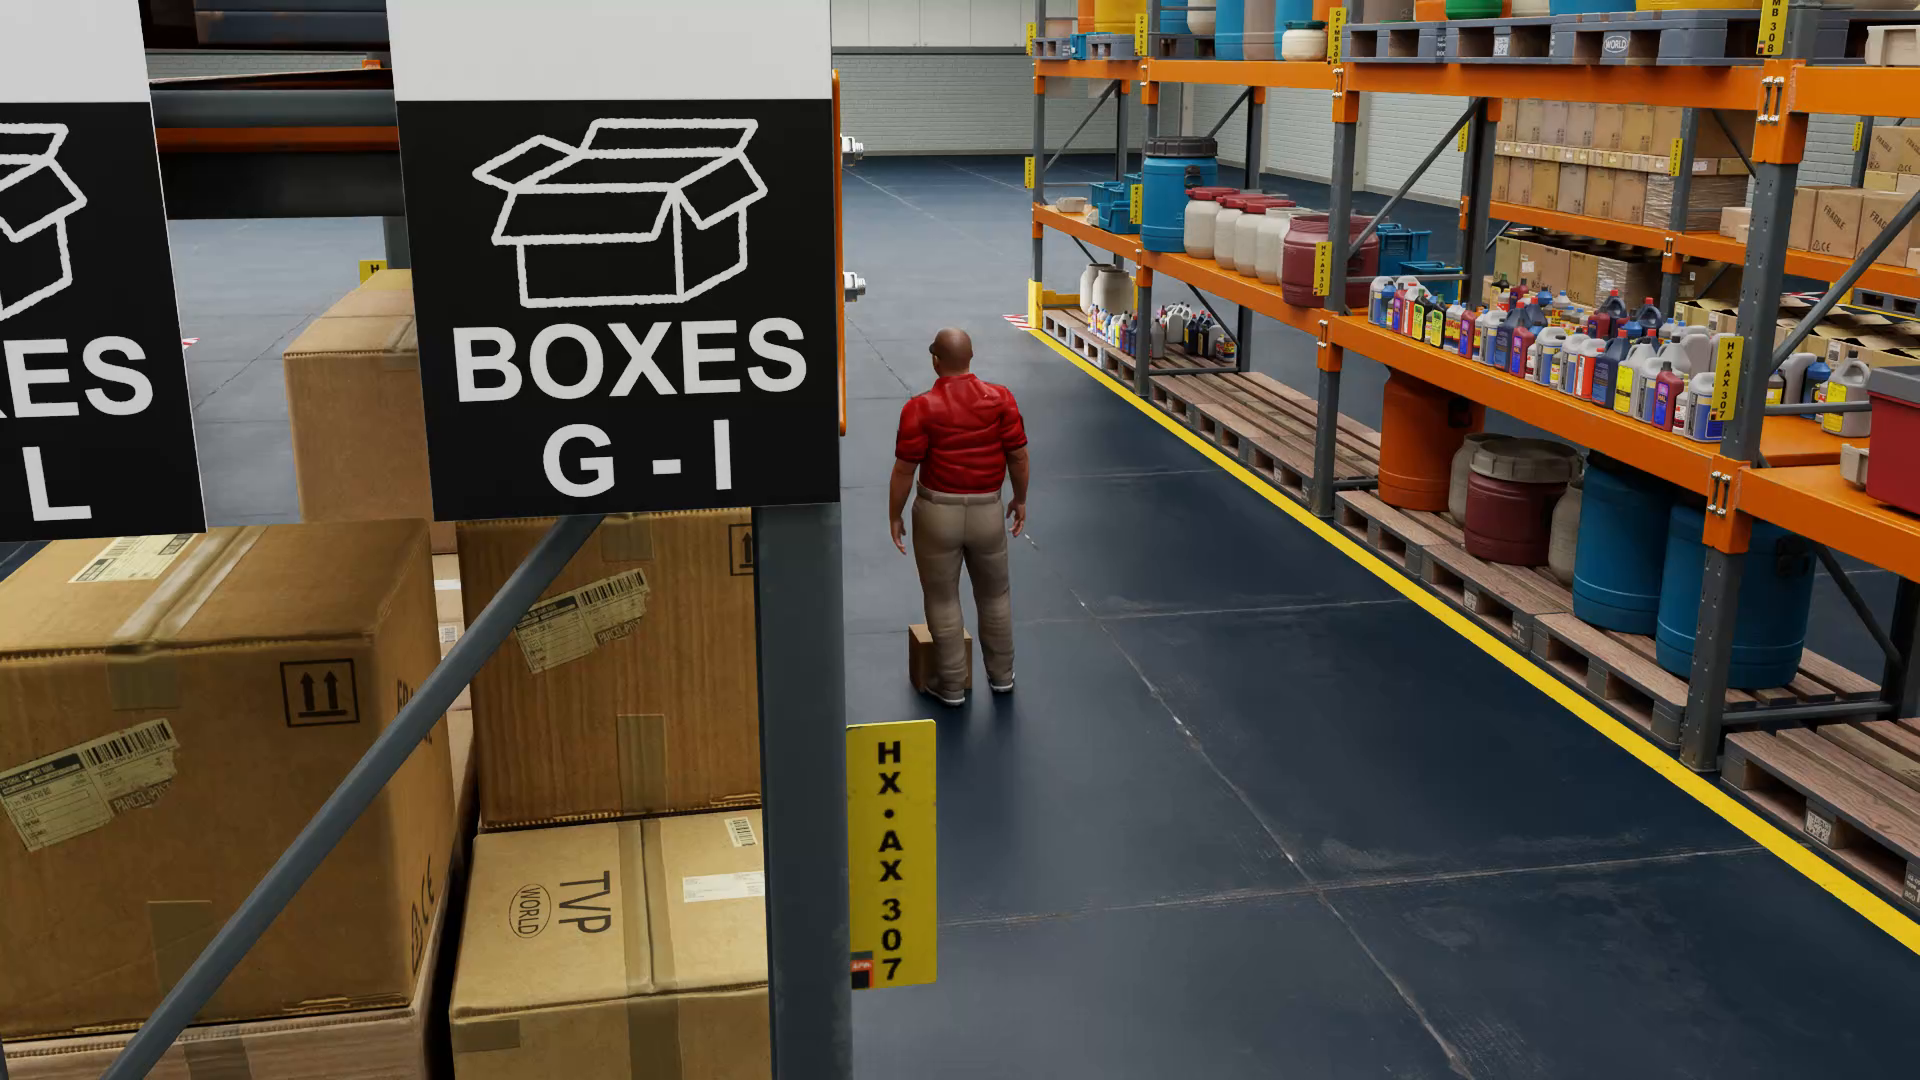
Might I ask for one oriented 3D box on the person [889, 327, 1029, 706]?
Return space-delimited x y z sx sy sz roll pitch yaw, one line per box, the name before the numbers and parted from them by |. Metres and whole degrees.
person | -0.017 -0.115 7.428 0.641 1.727 0.551 -4 17 -12
